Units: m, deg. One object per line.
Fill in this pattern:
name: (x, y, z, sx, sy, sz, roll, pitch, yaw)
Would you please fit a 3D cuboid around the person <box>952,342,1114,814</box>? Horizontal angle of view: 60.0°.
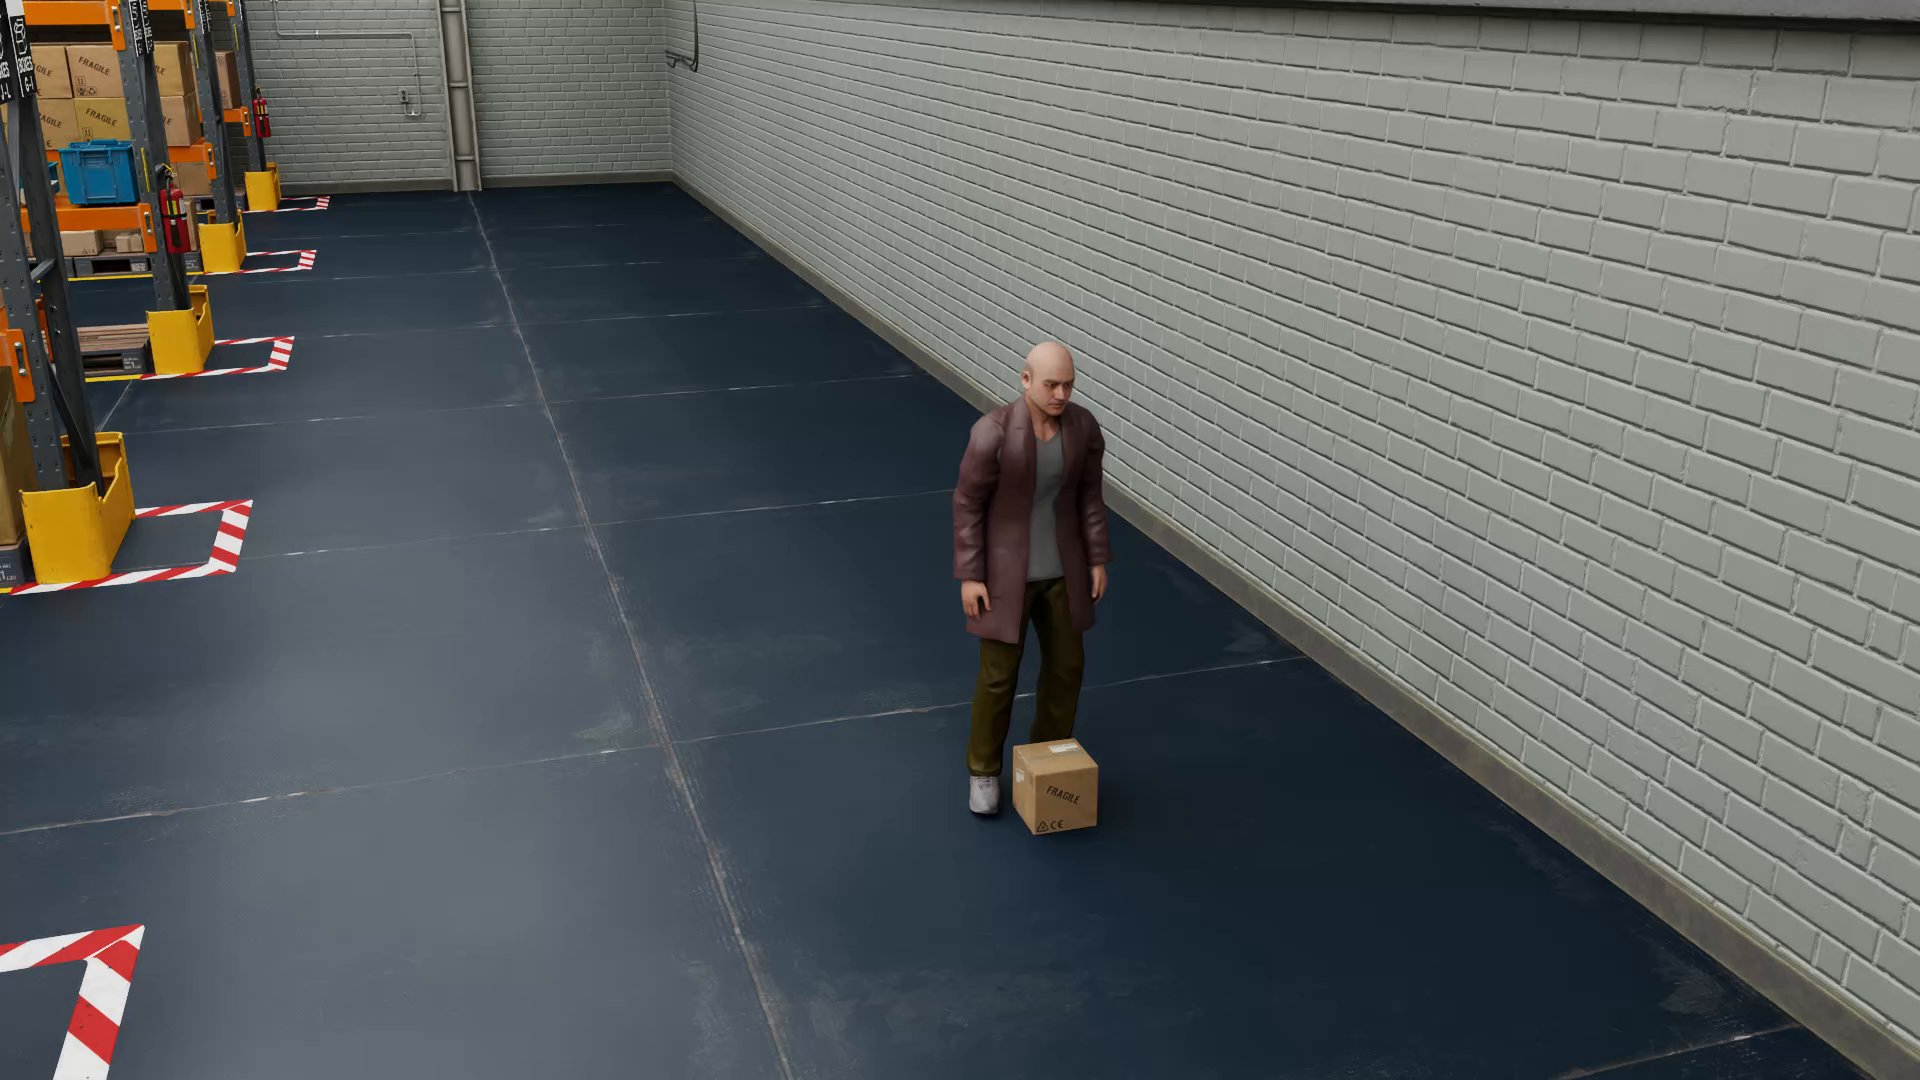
person: (0.281, 0.126, 6.225, 0.647, 1.772, 0.429, -7, 20, -21)
